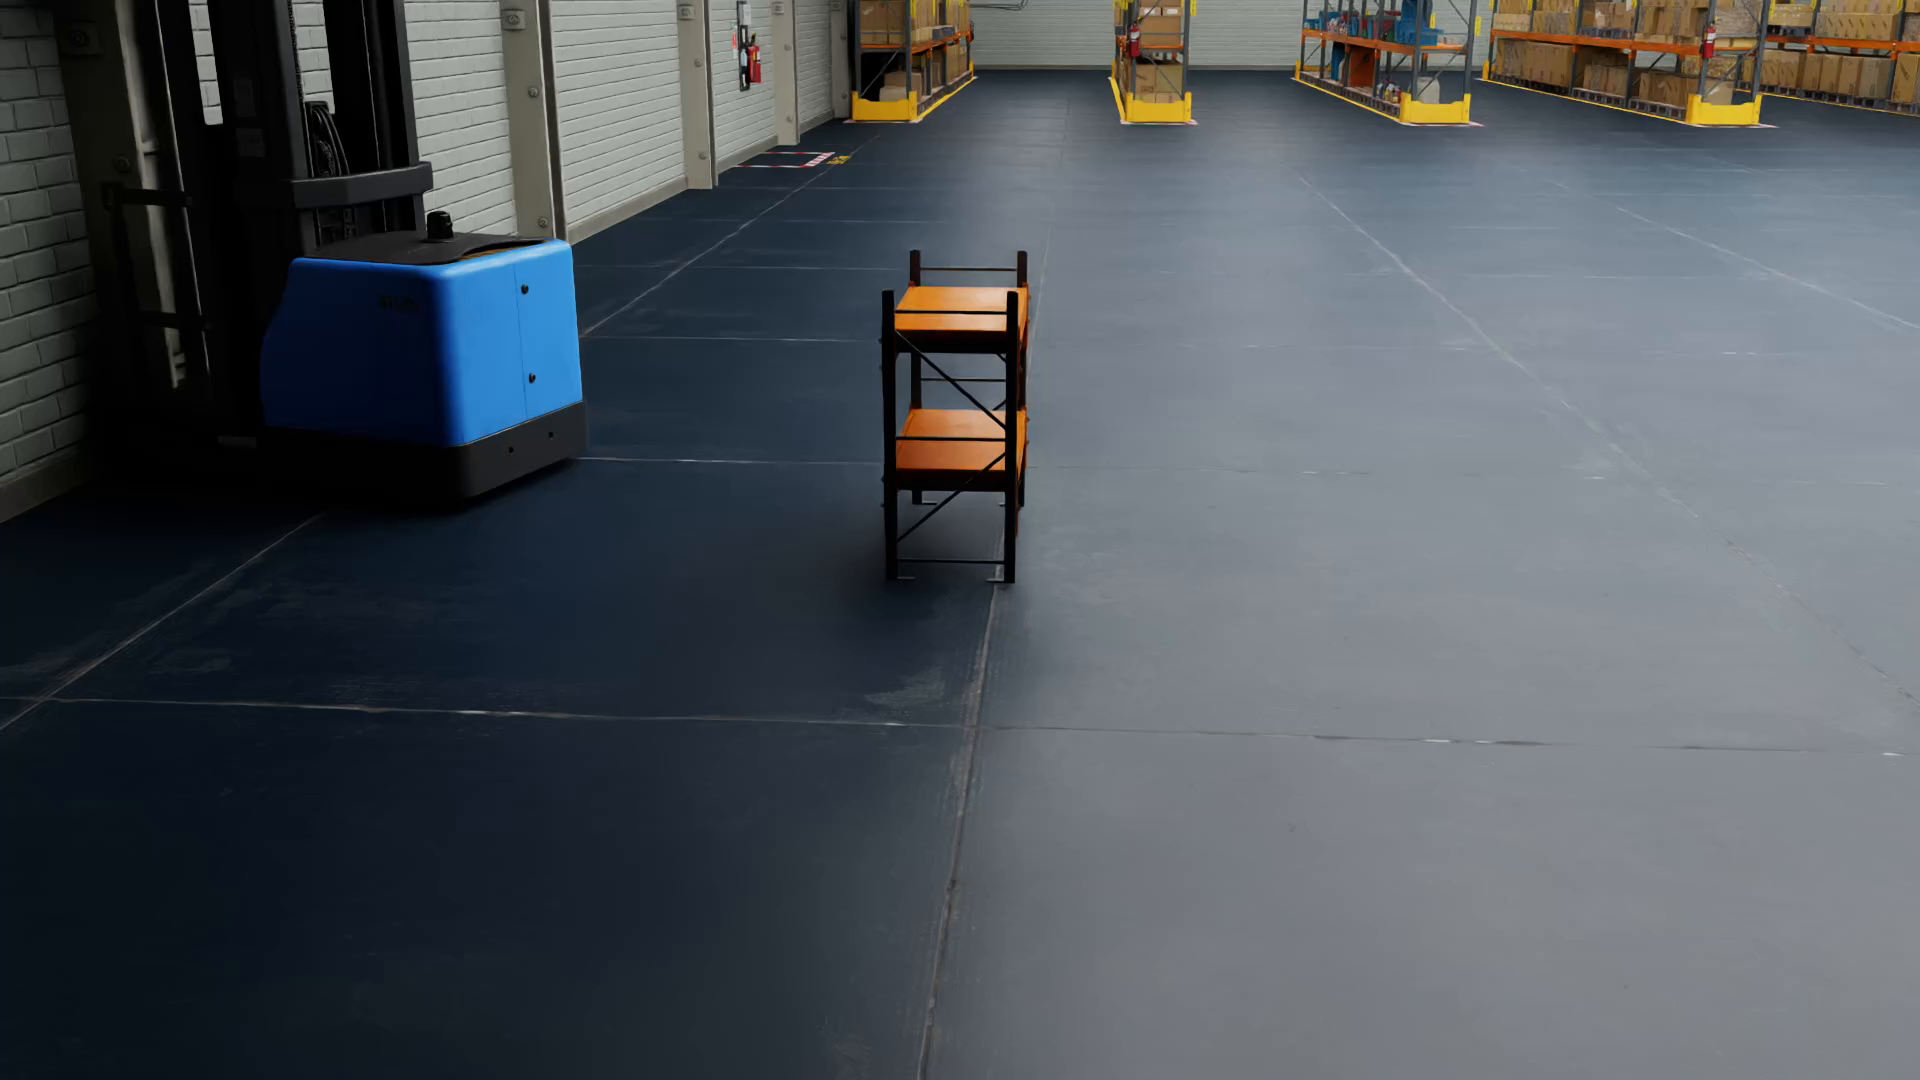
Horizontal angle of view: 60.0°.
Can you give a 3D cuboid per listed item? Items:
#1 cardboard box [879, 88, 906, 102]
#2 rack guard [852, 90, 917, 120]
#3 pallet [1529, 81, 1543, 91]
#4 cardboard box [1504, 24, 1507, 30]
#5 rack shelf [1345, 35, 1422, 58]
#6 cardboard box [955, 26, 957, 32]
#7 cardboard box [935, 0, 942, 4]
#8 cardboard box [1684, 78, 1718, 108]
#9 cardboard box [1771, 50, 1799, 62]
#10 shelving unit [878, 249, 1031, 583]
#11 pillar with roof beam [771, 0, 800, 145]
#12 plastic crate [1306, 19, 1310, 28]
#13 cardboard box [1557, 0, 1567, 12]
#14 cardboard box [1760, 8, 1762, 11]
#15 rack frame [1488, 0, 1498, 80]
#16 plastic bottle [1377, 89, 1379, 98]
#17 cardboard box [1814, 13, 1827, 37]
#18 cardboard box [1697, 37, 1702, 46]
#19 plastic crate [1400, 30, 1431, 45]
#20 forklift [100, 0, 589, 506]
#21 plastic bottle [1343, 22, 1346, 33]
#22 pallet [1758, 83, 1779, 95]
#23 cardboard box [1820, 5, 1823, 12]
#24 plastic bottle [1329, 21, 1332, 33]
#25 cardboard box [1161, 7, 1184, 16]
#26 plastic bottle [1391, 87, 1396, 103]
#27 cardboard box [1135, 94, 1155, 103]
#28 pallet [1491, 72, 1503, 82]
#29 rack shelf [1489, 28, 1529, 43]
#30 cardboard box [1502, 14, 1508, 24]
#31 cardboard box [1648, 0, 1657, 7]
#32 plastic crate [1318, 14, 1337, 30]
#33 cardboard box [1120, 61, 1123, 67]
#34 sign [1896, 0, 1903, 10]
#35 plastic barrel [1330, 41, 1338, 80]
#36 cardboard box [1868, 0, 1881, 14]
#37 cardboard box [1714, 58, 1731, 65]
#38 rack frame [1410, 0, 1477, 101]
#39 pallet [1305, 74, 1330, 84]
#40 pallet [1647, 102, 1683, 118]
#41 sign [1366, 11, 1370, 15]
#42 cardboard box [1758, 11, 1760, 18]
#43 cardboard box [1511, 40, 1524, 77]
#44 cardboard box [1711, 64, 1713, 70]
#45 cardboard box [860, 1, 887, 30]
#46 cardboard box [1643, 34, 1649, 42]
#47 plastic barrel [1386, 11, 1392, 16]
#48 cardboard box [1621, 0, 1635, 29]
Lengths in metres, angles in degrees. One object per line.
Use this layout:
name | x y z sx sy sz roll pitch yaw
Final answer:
cardboard box | -1.242 -8.233 30.844 0.500 0.311 0.500 -1 18 -2
rack guard | -1.376 -7.925 30.305 1.175 0.500 0.348 1 18 4
pallet | 14.320 -10.918 39.904 1.003 0.211 1.213 1 18 4
cardboard box | 14.143 -13.105 42.503 0.380 0.149 0.250 1 18 3
rack shelf | 8.930 -10.389 34.968 1.077 0.370 4.000 1 18 4
cardboard box | -0.281 -12.353 40.177 0.380 0.149 0.250 1 18 4
cardboard box | -0.516 -12.273 37.685 0.500 0.250 0.500 2 18 5
cardboard box | 13.510 -8.149 30.315 0.500 0.500 0.500 6 19 18
cardboard box | 18.819 -11.001 37.814 0.500 0.250 0.500 2 18 5
shelving unit | 0.000 -0.537 6.754 0.538 1.125 1.048 1 18 4
pillar with roof beam | 1.670 -10.217 23.652 9.100 9.000 0.400 1 18 4
plastic crate | 9.254 -13.512 43.516 0.416 0.233 0.300 1 18 4
cardboard box | 14.173 -12.404 38.188 0.797 0.503 0.637 2 18 6
cardboard box | 18.680 -12.270 38.325 0.380 0.149 0.250 1 18 3
rack frame | 14.587 -13.727 43.997 1.000 3.000 0.127 1 18 4
plastic bottle | 8.319 -8.869 32.959 0.097 0.201 0.097 0 18 0
cardboard box | 18.652 -11.014 35.558 0.500 0.500 0.500 1 18 5
cardboard box | 13.273 -8.809 29.392 0.380 0.149 0.250 1 18 4
plastic crate | 8.290 -9.161 30.302 0.499 0.251 0.408 1 18 4
forklift | -3.368 -1.815 7.756 3.031 2.935 1.130 7 19 21
plastic bottle | 8.734 -11.594 37.696 0.097 0.271 0.097 0 18 0
pallet | 19.101 -10.395 38.309 1.003 0.211 1.213 1 18 4
cardboard box | 19.219 -11.762 36.774 0.380 0.149 0.250 1 18 4
plastic bottle | 8.921 -12.287 39.803 0.152 0.276 0.135 1 18 4
cardboard box | 3.803 -9.452 29.751 0.380 0.149 0.250 1 18 4
plastic bottle | 8.185 -8.403 31.406 0.061 0.283 0.133 2 18 5
cardboard box | 3.303 -8.046 30.401 0.500 0.250 0.500 1 18 4
pallet | 14.608 -12.151 43.668 1.003 0.211 1.213 1 18 4
rack shelf | 14.444 -12.764 42.214 1.077 0.370 4.000 1 18 4
cardboard box | 14.213 -13.336 42.568 0.500 0.250 0.500 1 18 2
cardboard box | 13.407 -10.374 31.522 0.500 0.500 0.500 1 18 4
plastic crate | 9.054 -12.768 41.002 0.392 0.384 0.575 1 18 4
cardboard box | 3.803 -10.468 36.892 0.500 0.311 0.500 2 18 6
sign | 18.125 -10.379 32.049 0.100 0.325 0.005 1 18 4
plastic barrel | 9.304 -11.629 40.290 0.600 0.901 0.708 1 18 4
cardboard box | 18.768 -10.851 33.456 0.700 0.500 0.500 1 18 4
cardboard box | 19.020 -11.909 41.398 0.380 0.149 0.250 0 18 1
rack frame | 8.500 -8.868 29.169 1.000 3.000 0.127 1 18 4
pallet | 9.459 -11.879 42.837 1.003 0.211 1.213 1 18 4
pallet | 13.629 -8.085 31.259 1.003 0.211 1.213 1 18 4
sign | 9.909 -12.713 40.461 0.100 0.325 0.005 1 18 4
cardboard box | 18.701 -12.210 38.621 0.380 0.149 0.250 1 18 2
cardboard box | 14.492 -12.157 41.944 0.875 0.875 0.875 1 18 4
cardboard box | 19.170 -11.921 41.914 0.380 0.149 0.250 2 18 7
cardboard box | -1.560 -9.535 30.209 0.500 0.500 0.500 1 18 3
cardboard box | 13.390 -9.665 32.004 0.380 0.149 0.250 1 18 4
plastic barrel | 9.158 -10.829 34.937 0.433 0.535 0.433 0 18 0
cardboard box | 13.924 -10.728 33.208 1.000 1.000 1.000 1 18 4
